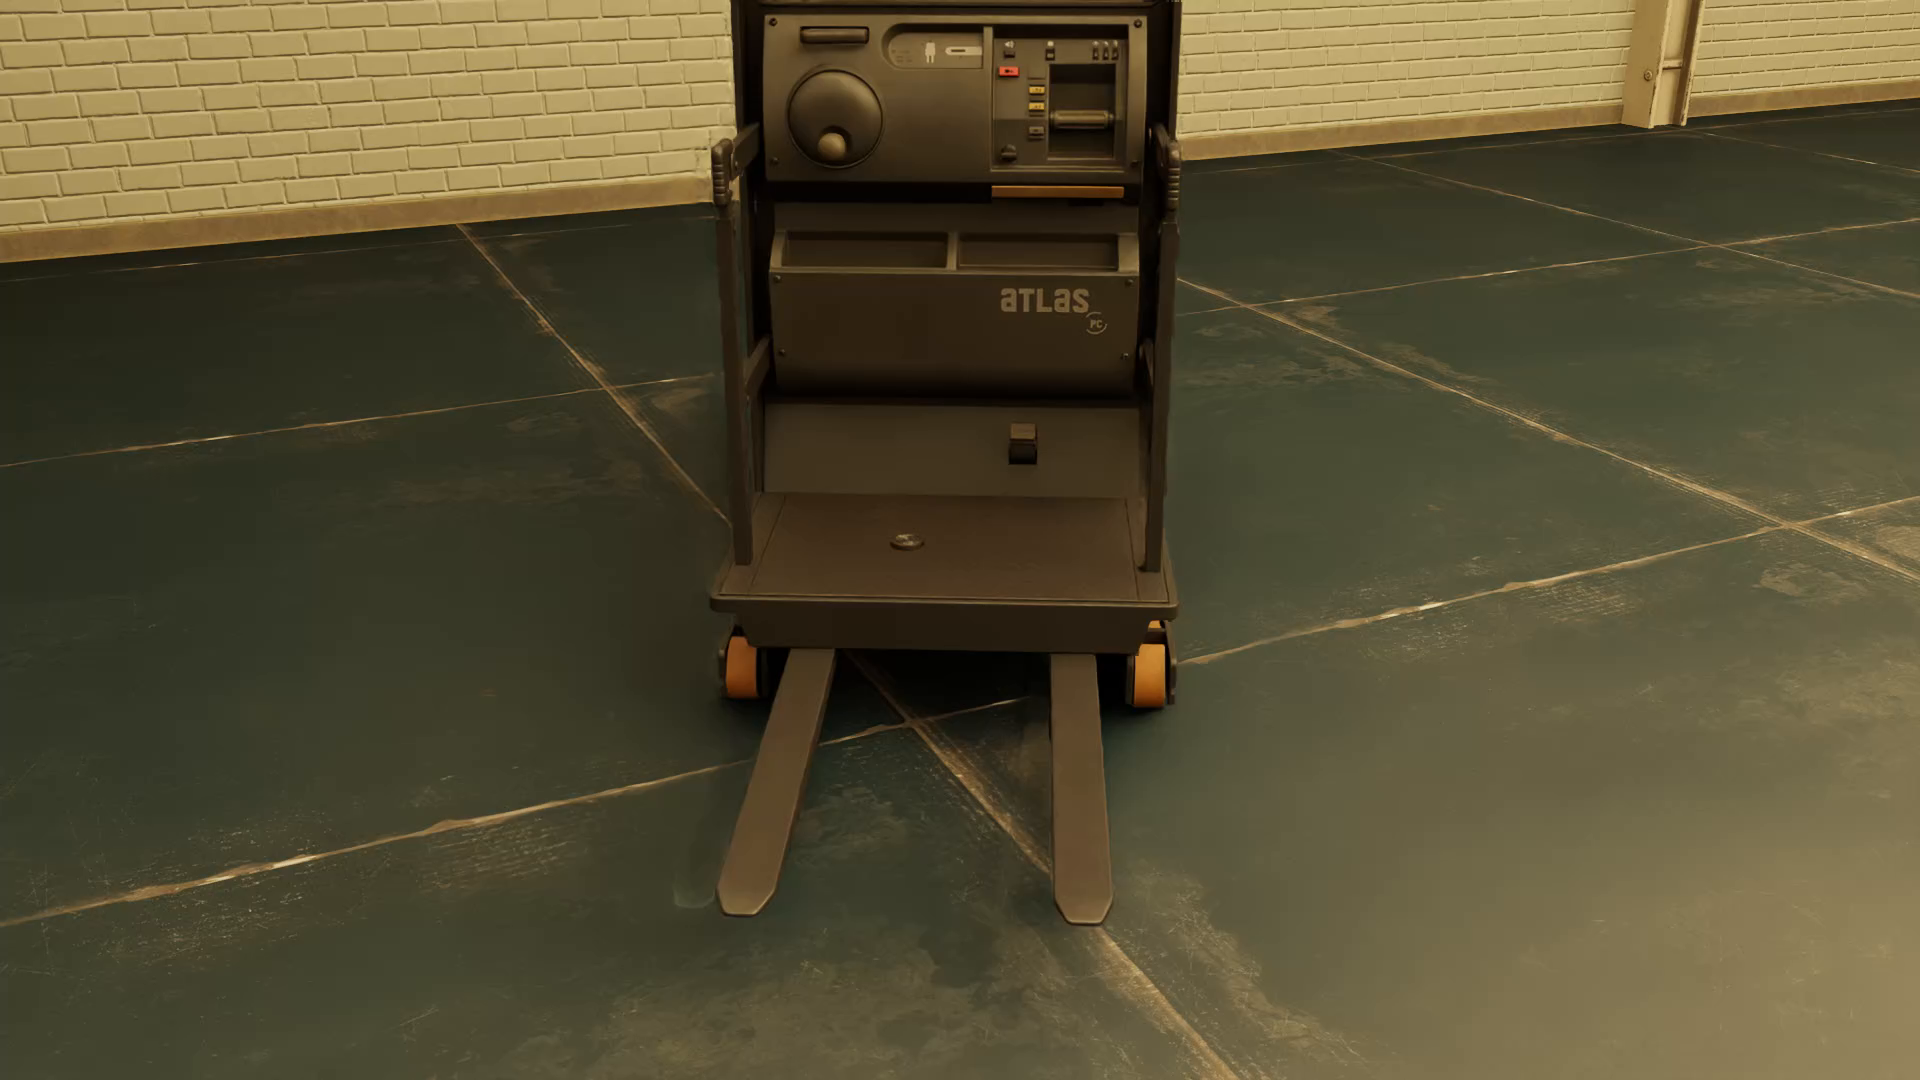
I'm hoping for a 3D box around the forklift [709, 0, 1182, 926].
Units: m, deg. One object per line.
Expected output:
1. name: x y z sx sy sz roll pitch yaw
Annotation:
1. forklift: -0.021 -1.062 3.843 1.130 2.935 3.031 1 23 2
